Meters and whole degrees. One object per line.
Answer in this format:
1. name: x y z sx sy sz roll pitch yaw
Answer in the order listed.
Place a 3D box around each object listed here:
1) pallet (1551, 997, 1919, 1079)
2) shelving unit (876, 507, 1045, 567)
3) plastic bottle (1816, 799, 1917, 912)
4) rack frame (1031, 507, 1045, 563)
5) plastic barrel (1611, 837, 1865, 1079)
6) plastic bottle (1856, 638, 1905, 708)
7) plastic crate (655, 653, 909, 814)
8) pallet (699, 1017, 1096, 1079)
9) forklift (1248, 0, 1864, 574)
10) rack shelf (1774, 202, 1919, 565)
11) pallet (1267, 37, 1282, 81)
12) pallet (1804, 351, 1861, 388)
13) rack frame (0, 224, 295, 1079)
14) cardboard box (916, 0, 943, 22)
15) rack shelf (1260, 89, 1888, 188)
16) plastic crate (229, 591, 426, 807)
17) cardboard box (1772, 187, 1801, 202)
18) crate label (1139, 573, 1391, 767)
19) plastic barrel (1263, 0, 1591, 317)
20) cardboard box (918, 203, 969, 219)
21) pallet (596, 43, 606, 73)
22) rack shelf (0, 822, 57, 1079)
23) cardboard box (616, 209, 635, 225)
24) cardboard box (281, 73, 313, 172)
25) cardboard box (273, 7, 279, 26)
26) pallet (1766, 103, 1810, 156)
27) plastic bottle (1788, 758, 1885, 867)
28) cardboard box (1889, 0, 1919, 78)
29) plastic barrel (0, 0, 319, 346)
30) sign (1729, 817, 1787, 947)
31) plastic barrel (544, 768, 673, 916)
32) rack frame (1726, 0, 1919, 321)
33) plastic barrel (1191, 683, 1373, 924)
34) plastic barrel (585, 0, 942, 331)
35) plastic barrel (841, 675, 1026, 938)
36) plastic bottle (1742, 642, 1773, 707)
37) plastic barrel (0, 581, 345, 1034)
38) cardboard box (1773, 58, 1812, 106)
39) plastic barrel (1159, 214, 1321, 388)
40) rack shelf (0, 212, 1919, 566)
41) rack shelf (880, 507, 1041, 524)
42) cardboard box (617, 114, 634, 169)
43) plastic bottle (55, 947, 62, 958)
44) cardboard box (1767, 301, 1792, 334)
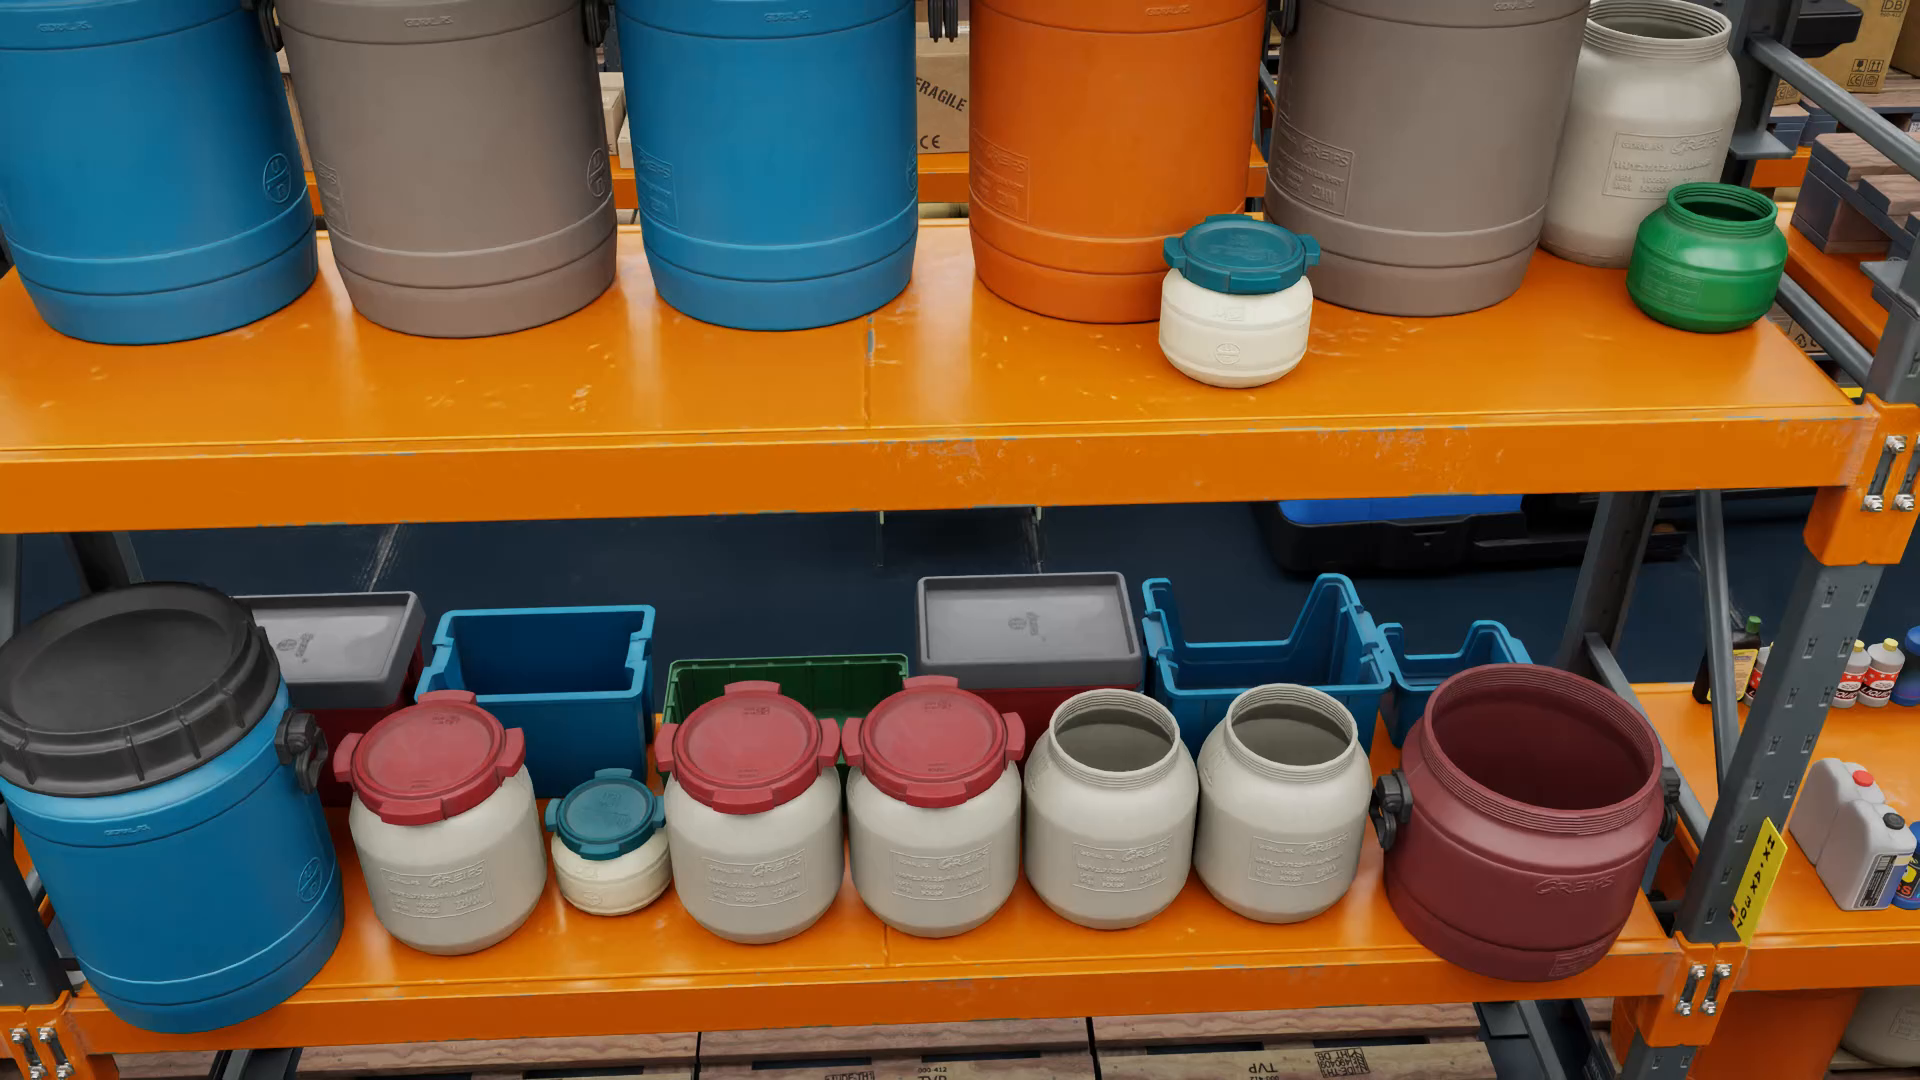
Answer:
1. pallet: 2.588 1.646 5.186 1.213 0.211 1.003 -2 35 -2
2. shelving unit: -0.007 -0.617 7.323 0.755 1.500 0.431 -2 35 -2
3. plastic bottle: 2.250 0.768 4.114 0.135 0.276 0.152 -2 35 -2
4. rack frame: 0.359 -0.626 7.337 0.023 1.500 0.400 -2 35 -2
5. plastic barrel: 2.290 1.241 4.858 0.708 0.830 0.600 -2 35 -2
6. plastic bottle: 2.630 0.371 4.752 0.097 0.201 0.097 0 35 0
7. plastic crate: -0.467 0.532 4.531 0.662 0.188 0.450 -2 35 -2
8. pallet: -0.189 1.721 5.077 1.213 0.211 1.003 -2 35 -2
9. forklift: 2.878 -1.397 7.193 3.031 2.935 1.130 -4 35 -5
10. rack shelf: 3.800 -0.447 3.756 4.000 0.370 1.077 -2 35 -2
11. pallet: 2.124 -3.919 13.227 1.213 0.211 1.003 -2 35 -2
12. pallet: 4.756 -1.189 9.282 1.213 0.211 1.003 -2 35 -2
13. rack frame: -2.193 0.652 4.171 0.127 3.000 1.000 -2 35 -2
14. cardboard box: -0.399 -4.214 13.013 0.500 0.500 0.700 -2 35 -2
15. rack shelf: 3.569 -2.029 8.678 4.000 0.370 1.077 -2 35 -2
16. plastic crate: -1.724 0.439 4.423 0.583 0.464 0.402 -2 35 -2
17. cardboard box: 4.540 -1.637 9.289 0.500 0.500 0.500 -1 35 -2
18. crate label: 0.797 0.403 4.501 0.616 0.435 0.502 -2 35 -2
19. plastic barrel: 0.971 -0.996 3.477 0.600 0.901 0.600 0 35 0
20. cardboard box: 0.000 -1.665 9.075 0.500 0.311 0.500 -2 35 -4
21. pallet: -3.332 -3.794 13.047 1.213 0.211 1.003 -2 35 -2
22. rack shelf: -4.191 1.002 4.298 4.000 0.370 1.077 -2 35 -2
23. cardboard box: -2.033 -1.610 8.995 0.500 0.311 0.500 -2 35 -2
24. cardboard box: -3.394 -2.171 8.163 0.500 0.500 0.700 -2 35 -3
25. cardboard box: -3.372 -2.708 7.799 0.500 0.500 0.700 -2 35 -2
26. pallet: 3.514 -2.247 8.530 1.213 0.211 1.003 -2 35 -2
27. plastic bottle: 2.242 0.681 4.239 0.135 0.276 0.152 -2 35 -2
28. cardboard box: 5.083 -2.707 8.569 0.500 0.500 0.700 -13 37 -18
29. plastic barrel: -1.696 -0.924 3.373 0.708 0.901 0.600 -2 35 -2
30. sign: 1.835 0.790 3.829 0.005 0.325 0.100 -2 35 -2
31. plastic barrel: -0.864 0.761 4.136 0.301 0.262 0.301 0 35 0
32. rack frame: 1.802 -1.922 2.620 0.127 3.000 1.000 -2 35 -2
33. plastic barrel: 0.785 0.648 4.080 0.421 0.512 0.421 0 35 0
34. plastic barrel: -0.389 -0.959 3.424 0.708 0.901 0.600 -2 35 -2
35. plastic barrel: -0.062 0.664 4.035 0.433 0.535 0.433 0 35 0
36. plastic bottle: 2.302 0.380 4.739 0.097 0.201 0.097 0 35 0
37. plastic barrel: -1.793 0.608 3.795 0.708 0.901 0.600 -2 35 -2
38. cardboard box: 3.805 -2.510 8.284 0.500 0.500 0.700 -10 36 -14
39. plastic barrel: 0.543 -0.465 3.272 0.301 0.262 0.301 0 35 0
40. rack shelf: -0.196 -0.339 3.600 4.000 0.370 1.077 -2 35 -2
41. rack shelf: -0.007 -0.348 7.508 0.720 0.370 0.431 -2 35 -2
42. cardboard box: -1.529 -1.968 8.178 0.250 0.149 0.380 -2 35 -2
43. plastic bottle: -2.854 1.375 5.134 0.135 0.276 0.152 0 35 0
44. cardboard box: 4.092 -1.334 8.852 0.500 0.500 0.500 -1 35 -2
